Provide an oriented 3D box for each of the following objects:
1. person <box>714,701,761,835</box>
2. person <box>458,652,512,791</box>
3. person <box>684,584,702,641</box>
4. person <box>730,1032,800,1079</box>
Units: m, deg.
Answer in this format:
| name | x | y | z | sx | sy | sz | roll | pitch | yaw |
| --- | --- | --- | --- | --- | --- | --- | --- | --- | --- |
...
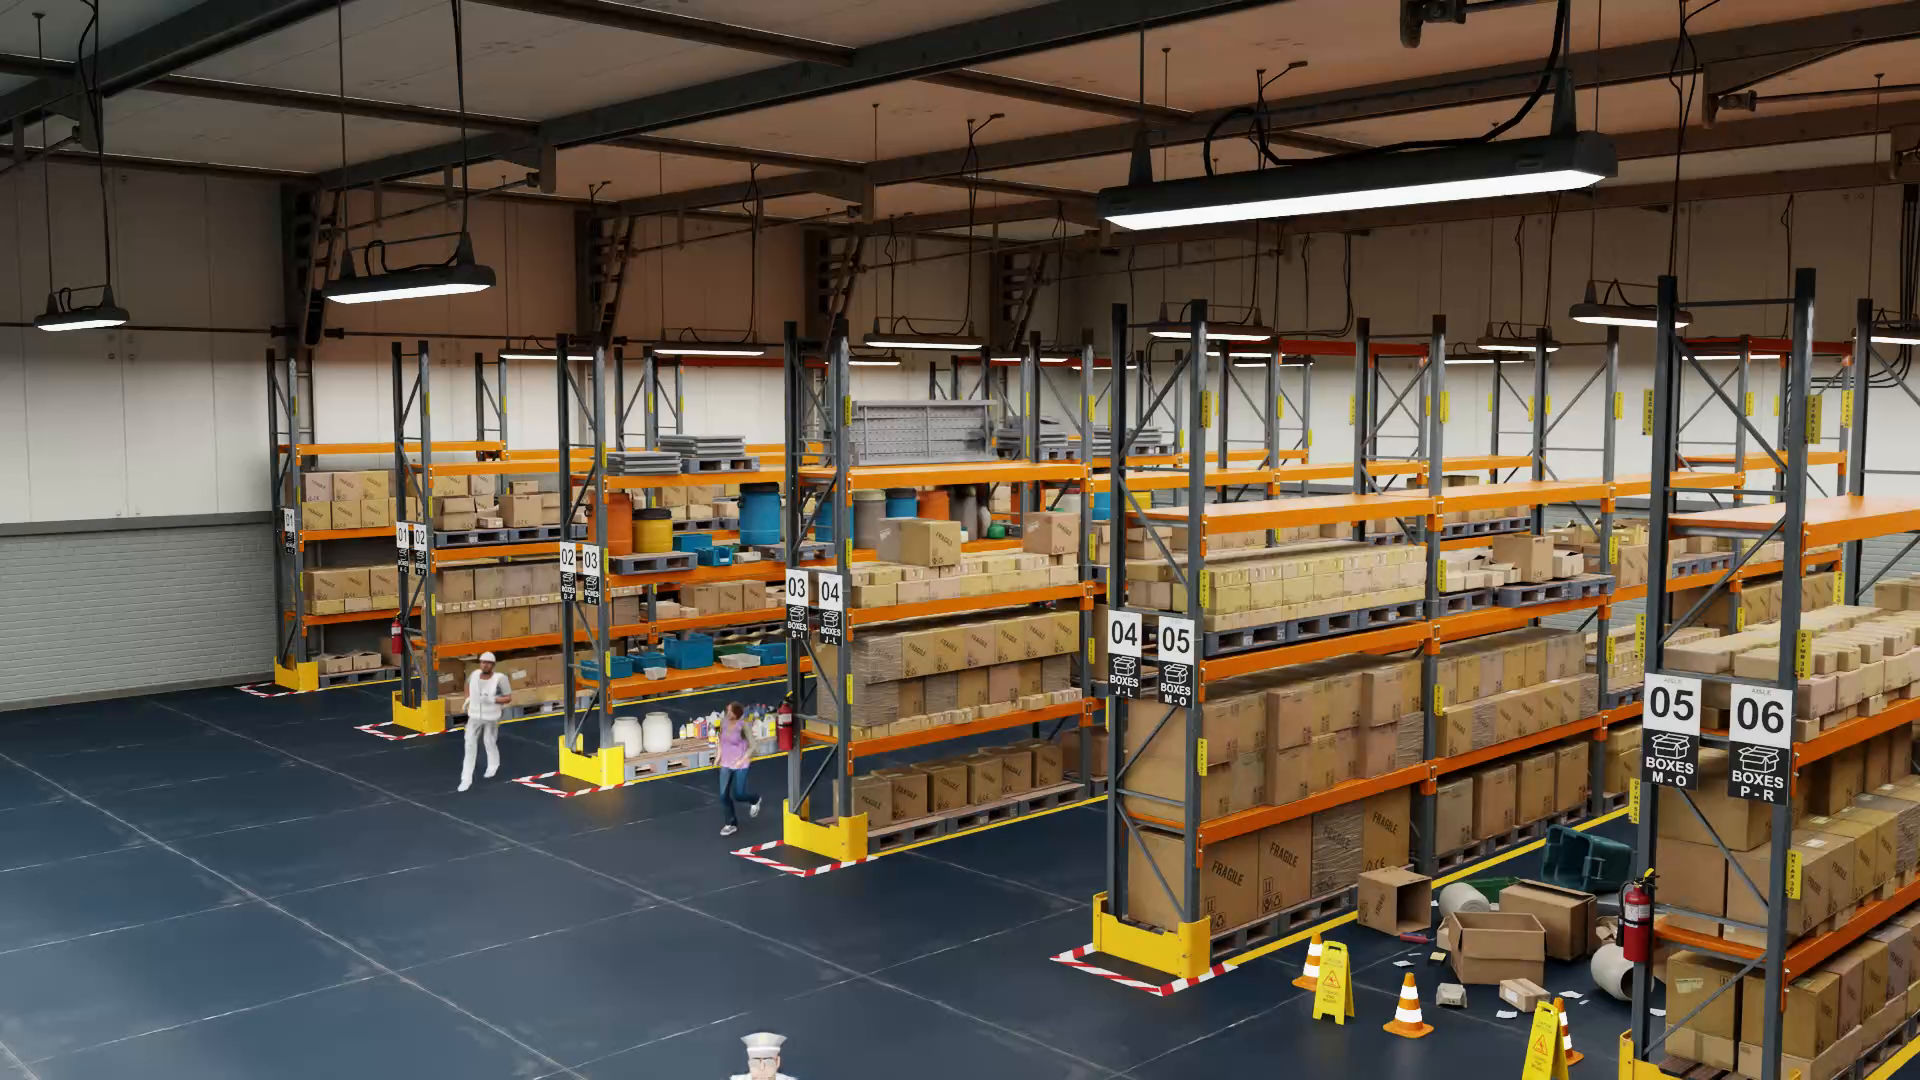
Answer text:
| name | x | y | z | sx | sy | sz | roll | pitch | yaw |
| --- | --- | --- | --- | --- | --- | --- | --- | --- | --- |
| person | -2.641 | 2.676 | 19.755 | 0.574 | 1.558 | 0.678 | 3 | 6 | 28 |
| person | -6.244 | 2.343 | 21.935 | 0.689 | 1.760 | 0.993 | 0 | 5 | 3 |
| person | -5.002 | 1.641 | 31.415 | 0.547 | 1.636 | 0.580 | -4 | 7 | -41 |
| person | -1.060 | 3.508 | 9.017 | 0.670 | 1.782 | 0.766 | 0 | 5 | -1 |
